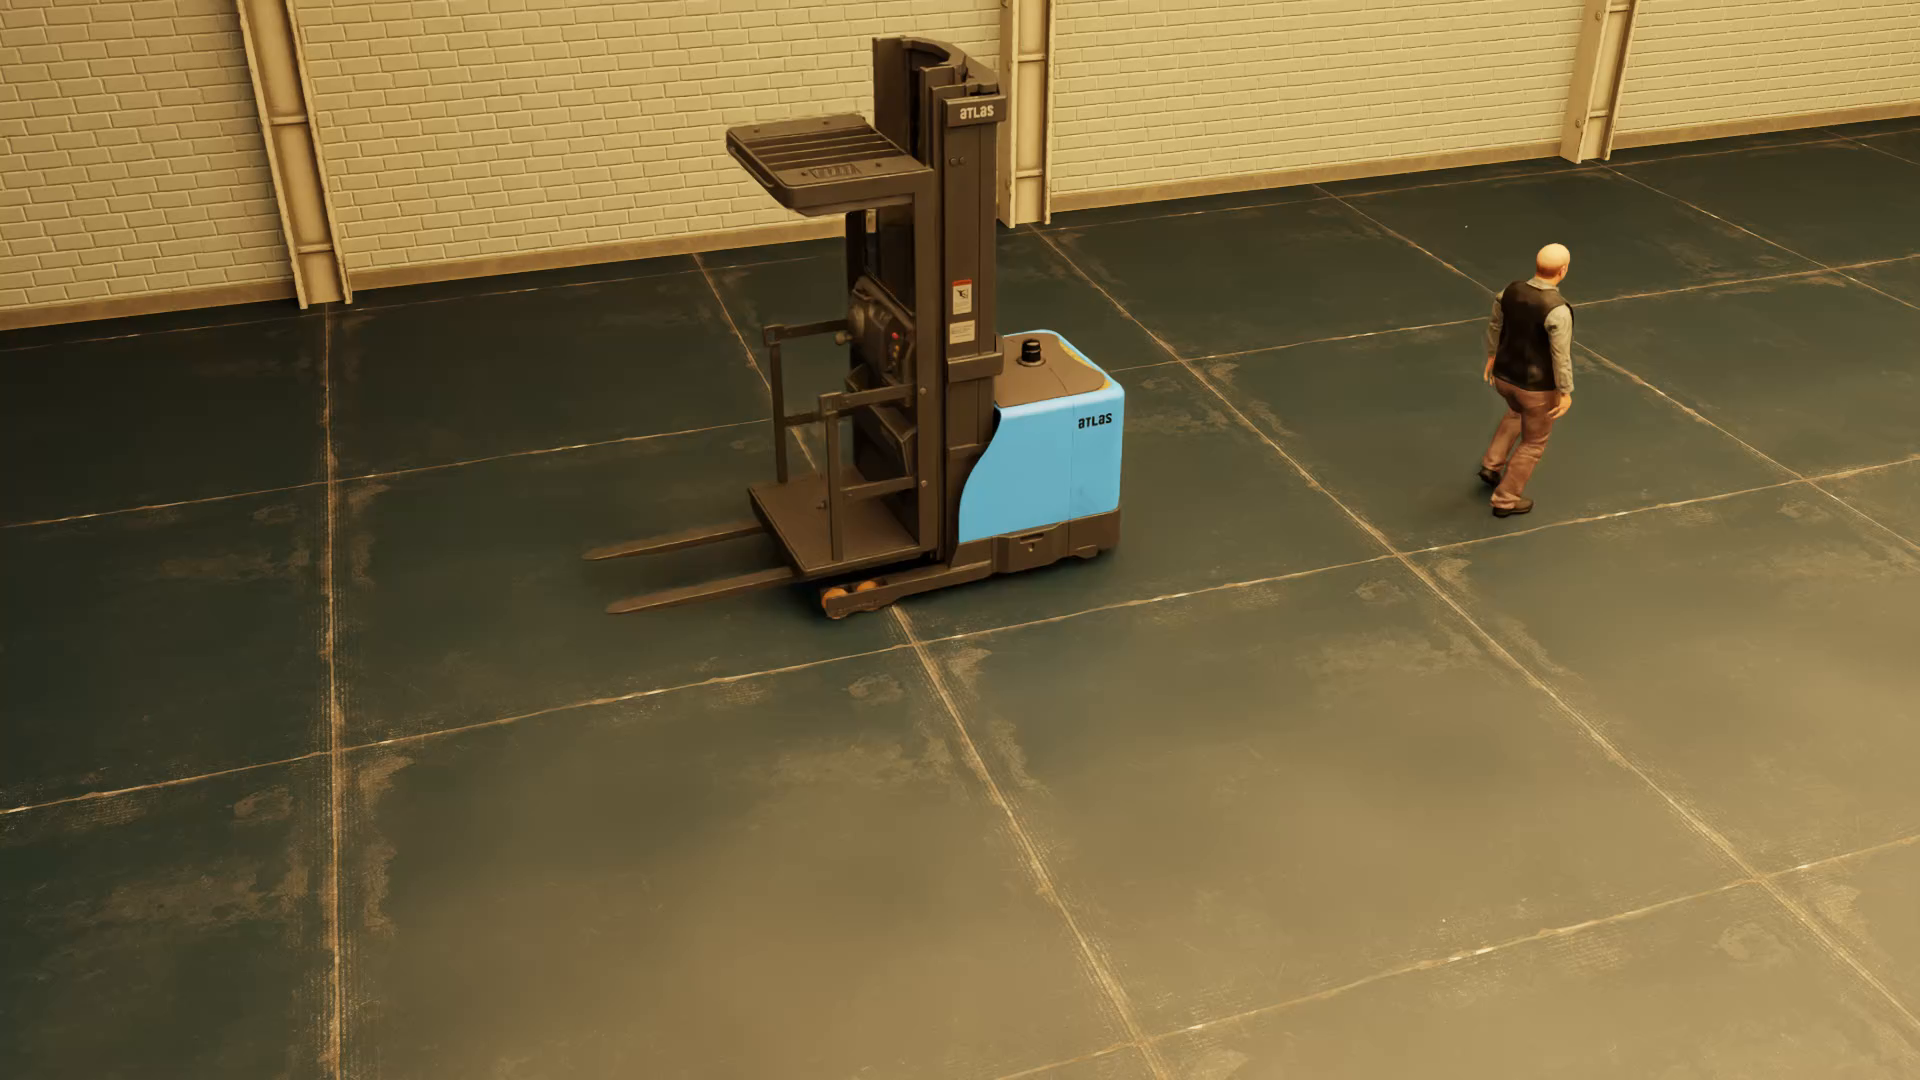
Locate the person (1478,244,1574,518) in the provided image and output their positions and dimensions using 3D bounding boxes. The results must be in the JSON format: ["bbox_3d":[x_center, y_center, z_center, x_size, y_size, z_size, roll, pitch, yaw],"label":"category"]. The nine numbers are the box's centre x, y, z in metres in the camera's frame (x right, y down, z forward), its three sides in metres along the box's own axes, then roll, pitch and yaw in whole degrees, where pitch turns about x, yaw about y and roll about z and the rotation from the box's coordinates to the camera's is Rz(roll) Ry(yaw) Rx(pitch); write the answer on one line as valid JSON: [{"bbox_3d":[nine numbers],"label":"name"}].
[{"bbox_3d":[3.459,-0.967,10.021,0.494,1.724,0.645,-16,34,-26],"label":"person"}]

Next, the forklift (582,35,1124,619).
[{"bbox_3d":[-0.621,-1.131,9.053,3.031,2.935,1.130,-12,32,-20],"label":"forklift"}]
